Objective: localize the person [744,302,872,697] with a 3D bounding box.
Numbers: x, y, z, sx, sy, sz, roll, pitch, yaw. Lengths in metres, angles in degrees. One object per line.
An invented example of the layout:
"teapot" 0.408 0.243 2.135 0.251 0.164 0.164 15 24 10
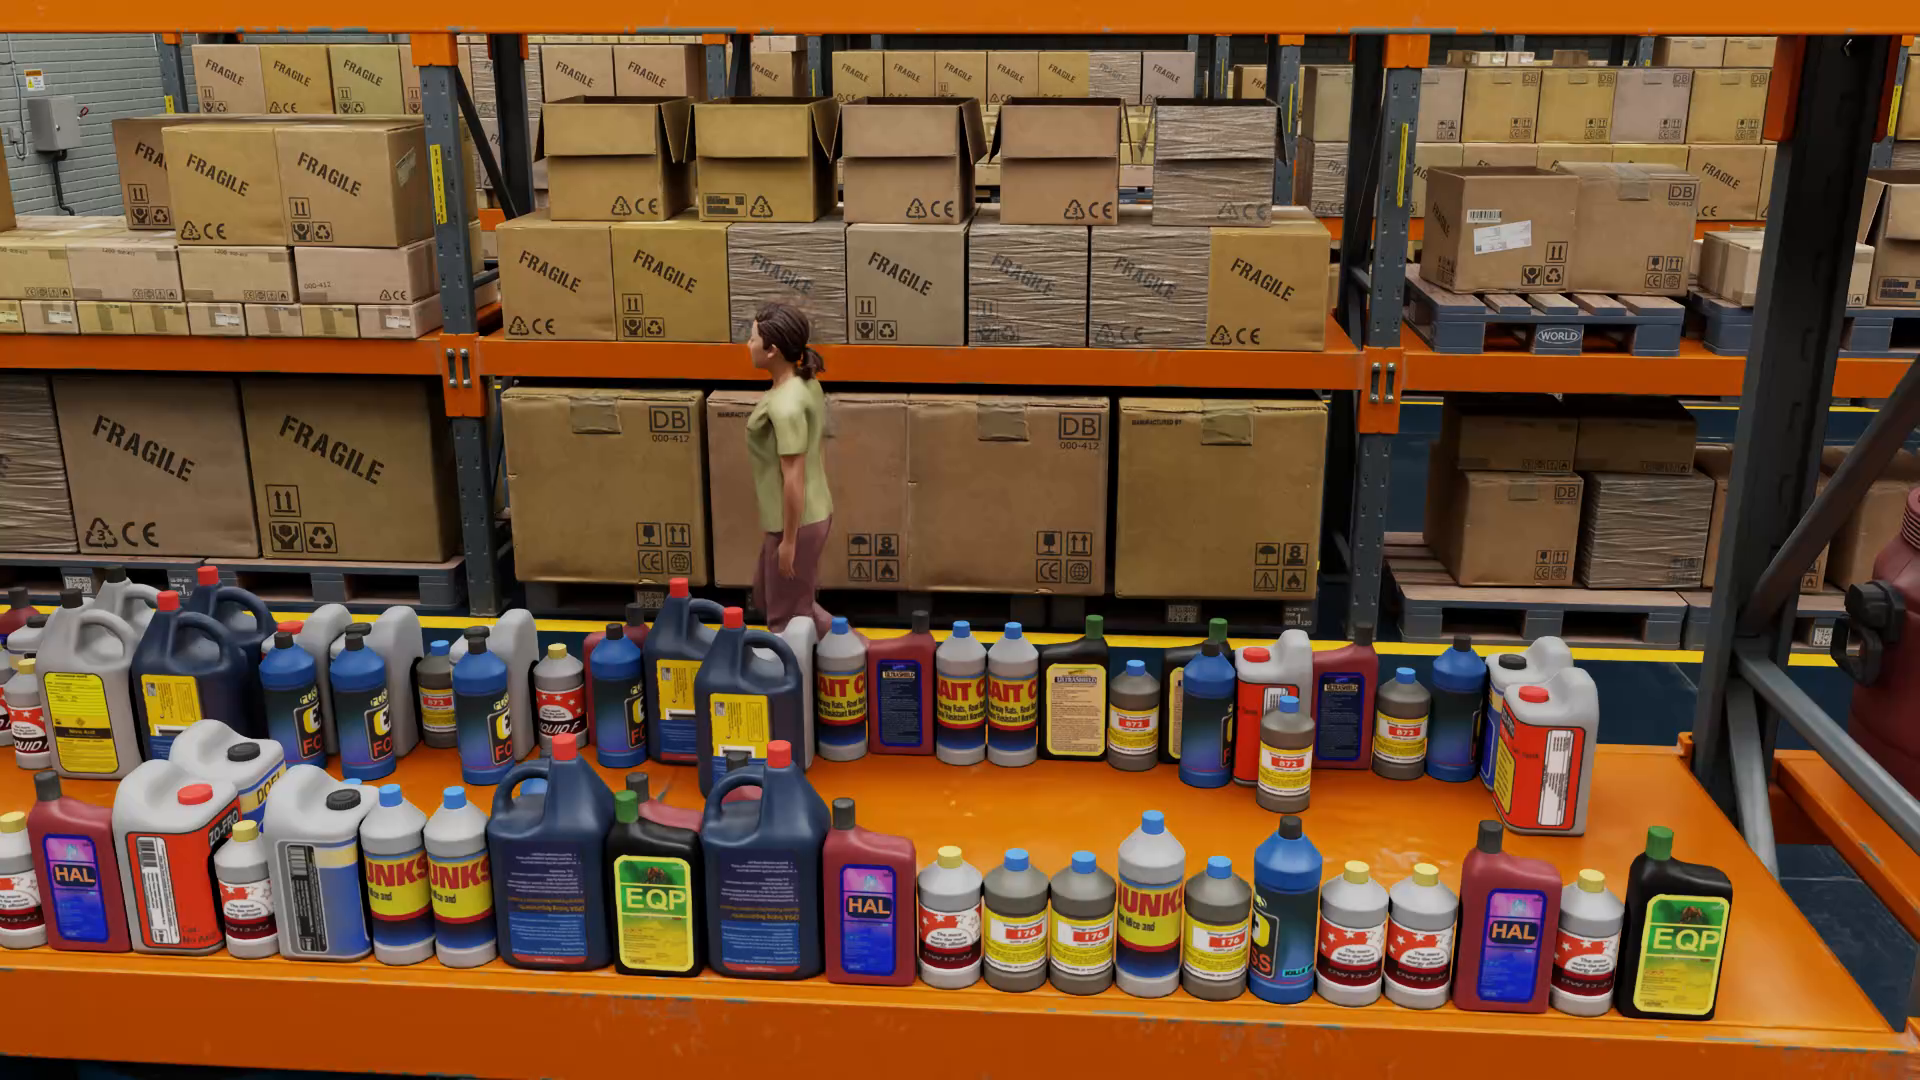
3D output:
"person" -0.540 -0.048 6.136 0.527 1.664 0.460 1 18 4
